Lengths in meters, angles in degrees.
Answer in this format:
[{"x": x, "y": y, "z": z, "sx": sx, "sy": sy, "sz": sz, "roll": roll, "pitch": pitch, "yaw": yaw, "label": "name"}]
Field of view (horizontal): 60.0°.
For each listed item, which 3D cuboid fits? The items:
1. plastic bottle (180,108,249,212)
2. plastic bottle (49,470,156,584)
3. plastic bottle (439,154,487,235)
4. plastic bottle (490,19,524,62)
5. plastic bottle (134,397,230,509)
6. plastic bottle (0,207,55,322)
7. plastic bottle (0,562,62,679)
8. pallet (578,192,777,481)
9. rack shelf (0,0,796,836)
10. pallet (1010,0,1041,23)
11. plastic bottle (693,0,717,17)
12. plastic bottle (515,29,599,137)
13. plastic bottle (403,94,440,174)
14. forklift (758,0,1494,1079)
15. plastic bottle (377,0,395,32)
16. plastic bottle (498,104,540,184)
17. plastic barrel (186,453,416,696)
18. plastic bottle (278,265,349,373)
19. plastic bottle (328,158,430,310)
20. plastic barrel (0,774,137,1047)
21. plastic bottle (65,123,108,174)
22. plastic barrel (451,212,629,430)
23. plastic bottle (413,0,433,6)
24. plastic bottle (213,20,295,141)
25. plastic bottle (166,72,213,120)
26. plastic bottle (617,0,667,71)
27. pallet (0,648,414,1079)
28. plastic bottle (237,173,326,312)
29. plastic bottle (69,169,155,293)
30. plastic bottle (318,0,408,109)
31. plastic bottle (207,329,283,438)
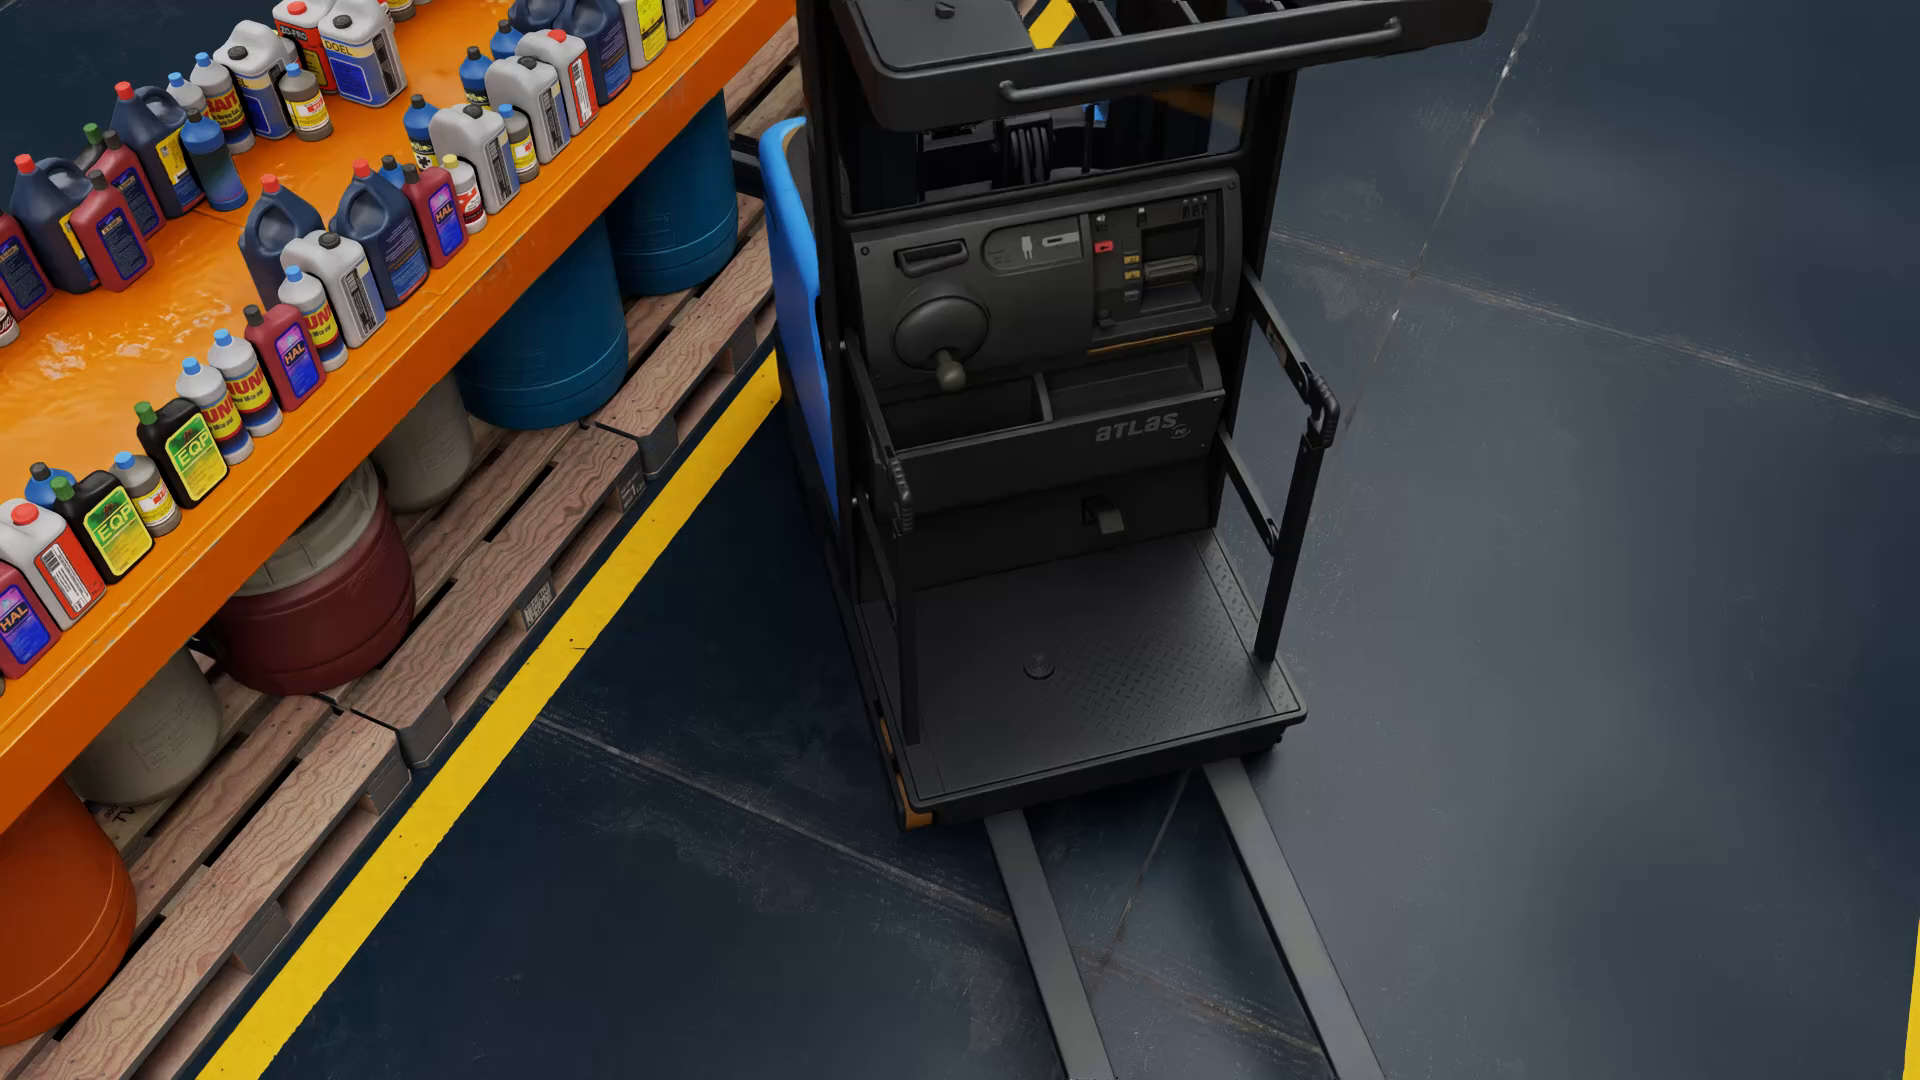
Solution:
[{"x": -1.885, "y": -0.965, "z": 4.186, "sx": 0.097, "sy": 0.271, "sz": 0.097, "roll": 0, "pitch": 50, "yaw": 0, "label": "plastic bottle"}, {"x": -1.757, "y": -0.047, "z": 3.397, "sx": 0.061, "sy": 0.283, "sz": 0.133, "roll": 20, "pitch": 52, "yaw": 16, "label": "plastic bottle"}, {"x": -1.250, "y": -0.870, "z": 4.151, "sx": 0.097, "sy": 0.201, "sz": 0.097, "roll": 0, "pitch": 50, "yaw": 0, "label": "plastic bottle"}, {"x": -1.190, "y": -1.261, "z": 4.438, "sx": 0.097, "sy": 0.271, "sz": 0.097, "roll": 0, "pitch": 50, "yaw": 0, "label": "plastic bottle"}, {"x": -1.658, "y": -0.206, "z": 3.532, "sx": 0.061, "sy": 0.283, "sz": 0.133, "roll": 20, "pitch": 52, "yaw": 16, "label": "plastic bottle"}, {"x": -2.255, "y": -0.663, "z": 3.921, "sx": 0.061, "sy": 0.283, "sz": 0.133, "roll": 20, "pitch": 52, "yaw": 16, "label": "plastic bottle"}, {"x": -1.871, "y": 0.137, "z": 3.240, "sx": 0.061, "sy": 0.283, "sz": 0.133, "roll": 20, "pitch": 52, "yaw": 16, "label": "plastic bottle"}, {"x": -1.189, "y": -0.829, "z": 5.817, "sx": 1.003, "sy": 0.211, "sz": 1.213, "roll": 20, "pitch": 52, "yaw": 16, "label": "pallet"}, {"x": -1.676, "y": -0.640, "z": 4.298, "sx": 1.077, "sy": 0.370, "sz": 4.000, "roll": 20, "pitch": 52, "yaw": 16, "label": "rack shelf"}, {"x": -0.022, "y": -2.709, "z": 7.416, "sx": 1.003, "sy": 0.211, "sz": 1.213, "roll": 20, "pitch": 52, "yaw": 16, "label": "pallet"}, {"x": -0.755, "y": -1.662, "z": 4.771, "sx": 0.061, "sy": 0.283, "sz": 0.133, "roll": 20, "pitch": 52, "yaw": 16, "label": "plastic bottle"}, {"x": -1.069, "y": -1.235, "z": 4.413, "sx": 0.152, "sy": 0.276, "sz": 0.135, "roll": 20, "pitch": 52, "yaw": 16, "label": "plastic bottle"}, {"x": -1.346, "y": -1.009, "z": 4.223, "sx": 0.097, "sy": 0.271, "sz": 0.097, "roll": 0, "pitch": 50, "yaw": 0, "label": "plastic bottle"}, {"x": 0.276, "y": -0.499, "z": 3.750, "sx": 1.130, "sy": 2.935, "sz": 3.031, "roll": -12, "pitch": 51, "yaw": -10, "label": "forklift"}, {"x": -1.677, "y": -1.534, "z": 4.717, "sx": 0.097, "sy": 0.201, "sz": 0.097, "roll": 0, "pitch": 50, "yaw": 0, "label": "plastic bottle"}, {"x": -1.151, "y": -1.029, "z": 4.287, "sx": 0.097, "sy": 0.201, "sz": 0.097, "roll": 0, "pitch": 50, "yaw": 0, "label": "plastic bottle"}, {"x": -1.854, "y": 0.029, "z": 4.563, "sx": 0.600, "sy": 0.588, "sz": 0.708, "roll": 20, "pitch": 52, "yaw": 16, "label": "plastic barrel"}, {"x": -1.485, "y": -0.513, "z": 3.802, "sx": 0.097, "sy": 0.271, "sz": 0.097, "roll": 0, "pitch": 50, "yaw": 0, "label": "plastic bottle"}, {"x": -1.389, "y": -0.737, "z": 3.940, "sx": 0.144, "sy": 0.351, "sz": 0.185, "roll": 20, "pitch": 52, "yaw": 16, "label": "plastic bottle"}, {"x": -2.337, "y": 0.729, "z": 3.810, "sx": 0.600, "sy": 0.830, "sz": 0.708, "roll": 20, "pitch": 52, "yaw": 16, "label": "plastic barrel"}, {"x": -2.119, "y": -0.882, "z": 4.107, "sx": 0.061, "sy": 0.283, "sz": 0.133, "roll": 20, "pitch": 52, "yaw": 16, "label": "plastic bottle"}, {"x": -1.372, "y": -0.850, "z": 5.106, "sx": 0.600, "sy": 0.901, "sz": 0.708, "roll": 20, "pitch": 52, "yaw": 16, "label": "plastic barrel"}, {"x": -1.594, "y": -1.691, "z": 4.804, "sx": 0.097, "sy": 0.271, "sz": 0.097, "roll": 0, "pitch": 50, "yaw": 0, "label": "plastic bottle"}, {"x": -1.858, "y": -1.218, "z": 4.399, "sx": 0.152, "sy": 0.276, "sz": 0.135, "roll": 20, "pitch": 52, "yaw": 16, "label": "plastic bottle"}, {"x": -1.974, "y": -1.079, "z": 4.283, "sx": 0.097, "sy": 0.271, "sz": 0.097, "roll": 0, "pitch": 50, "yaw": 0, "label": "plastic bottle"}, {"x": -0.918, "y": -1.495, "z": 4.585, "sx": 0.144, "sy": 0.351, "sz": 0.185, "roll": 20, "pitch": 52, "yaw": 16, "label": "plastic bottle"}, {"x": -2.231, "y": 0.851, "z": 4.387, "sx": 1.003, "sy": 0.211, "sz": 1.213, "roll": 20, "pitch": 52, "yaw": 16, "label": "pallet"}, {"x": -1.584, "y": -0.693, "z": 3.903, "sx": 0.144, "sy": 0.351, "sz": 0.185, "roll": 20, "pitch": 52, "yaw": 16, "label": "plastic bottle"}, {"x": -2.045, "y": -0.743, "z": 3.989, "sx": 0.061, "sy": 0.283, "sz": 0.133, "roll": 20, "pitch": 52, "yaw": 16, "label": "plastic bottle"}, {"x": -1.622, "y": -1.328, "z": 4.492, "sx": 0.152, "sy": 0.276, "sz": 0.135, "roll": 20, "pitch": 52, "yaw": 16, "label": "plastic bottle"}, {"x": -1.584, "y": -0.355, "z": 3.667, "sx": 0.097, "sy": 0.271, "sz": 0.097, "roll": 0, "pitch": 50, "yaw": 0, "label": "plastic bottle"}]
